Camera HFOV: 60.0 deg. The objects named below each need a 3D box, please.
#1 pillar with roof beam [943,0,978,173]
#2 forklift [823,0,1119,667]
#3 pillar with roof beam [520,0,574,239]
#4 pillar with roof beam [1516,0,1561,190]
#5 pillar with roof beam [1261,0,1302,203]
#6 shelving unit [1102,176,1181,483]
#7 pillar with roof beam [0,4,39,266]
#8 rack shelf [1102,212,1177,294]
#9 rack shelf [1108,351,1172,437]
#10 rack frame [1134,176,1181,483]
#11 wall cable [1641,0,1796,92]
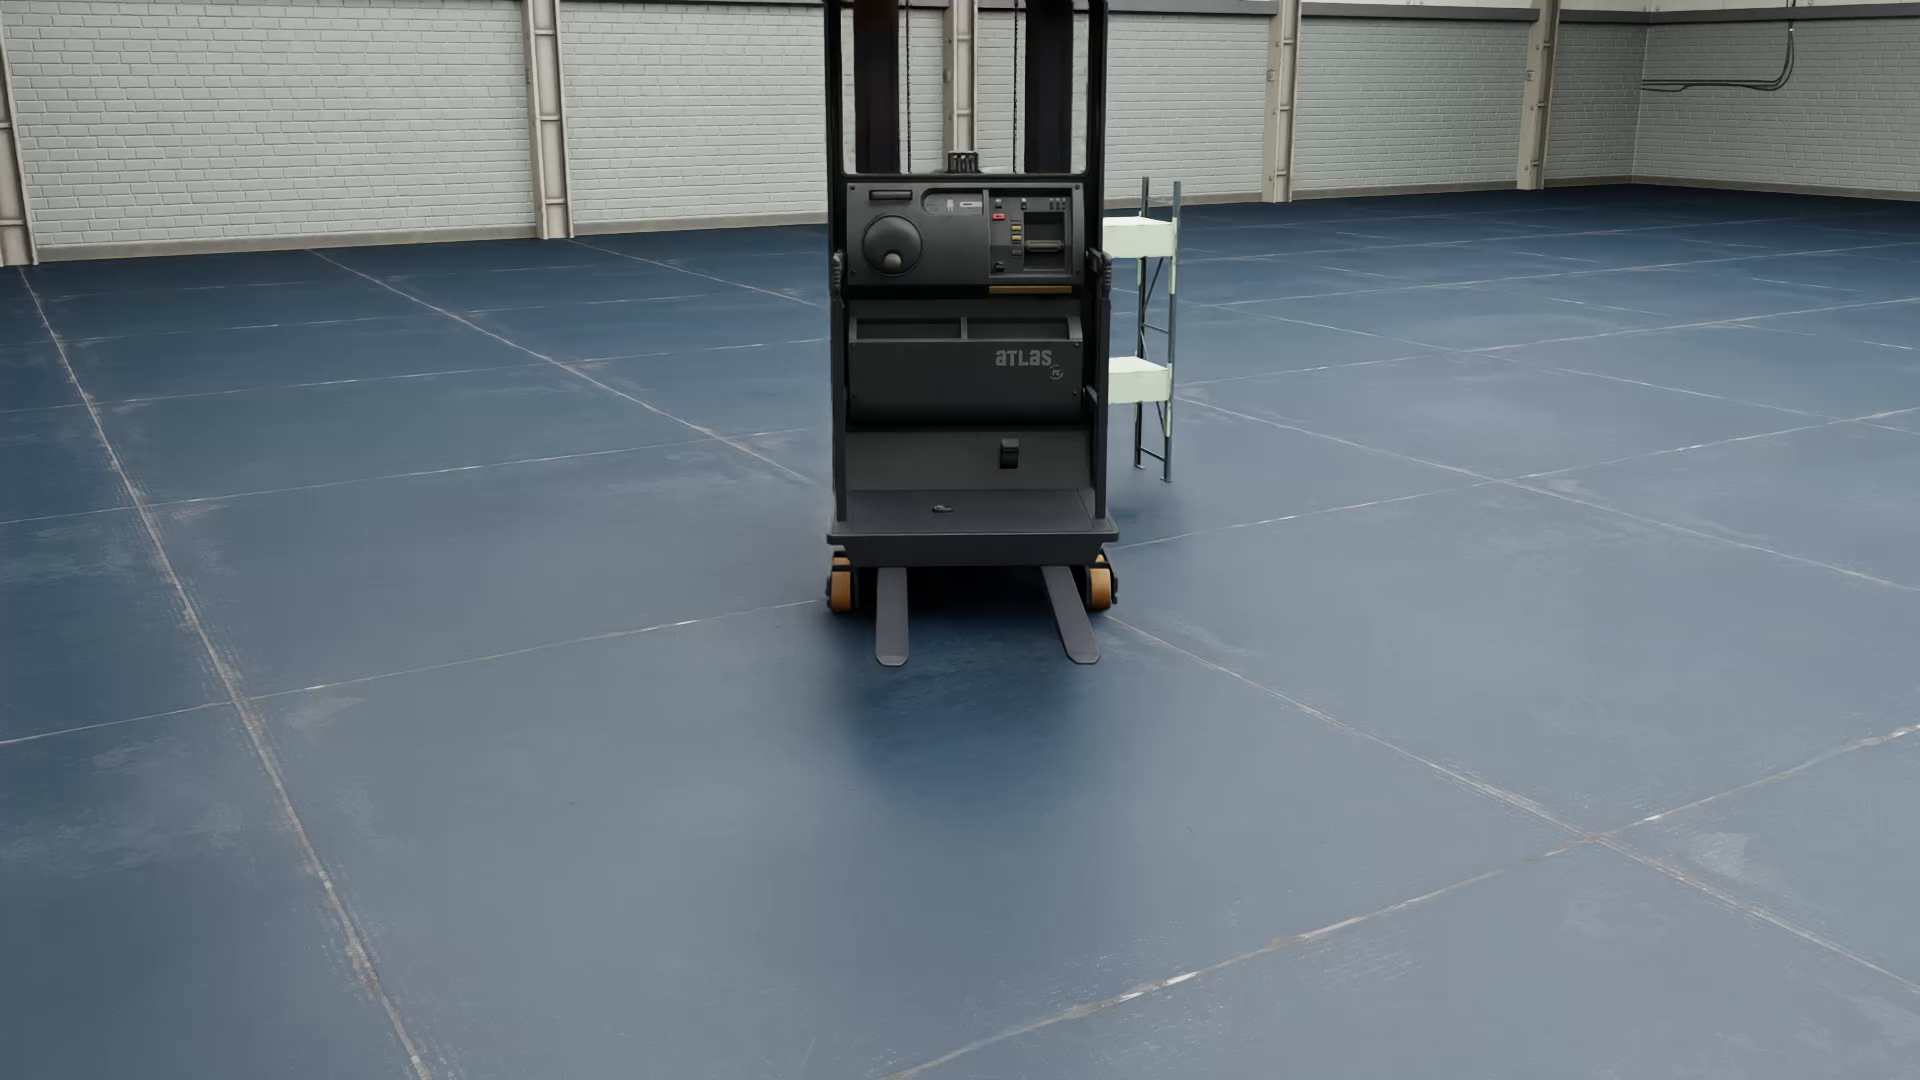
[{"bbox_3d":[2.219,-8.015,19.329,0.400,9.000,9.100,-9,18,-30],"label":"pillar with roof beam"},{"bbox_3d":[0.032,-1.217,6.321,1.130,2.935,3.031,-1,16,-2],"label":"forklift"},{"bbox_3d":[-2.924,-7.181,16.354,0.400,9.000,9.100,-9,18,-30],"label":"pillar with roof beam"},{"bbox_3d":[12.505,-9.683,25.280,0.400,9.000,9.100,-9,18,-30],"label":"pillar with roof beam"},{"bbox_3d":[7.362,-8.849,22.305,0.400,9.000,9.100,-9,18,-30],"label":"pillar with roof beam"},{"bbox_3d":[0.649,-1.034,8.321,0.755,1.500,0.431,-5,16,-18],"label":"shelving unit"},{"bbox_3d":[-8.067,-6.347,13.379,0.400,9.000,9.100,-9,18,-30],"label":"pillar with roof beam"},{"bbox_3d":[0.649,-1.410,8.216,0.720,0.370,0.431,-5,16,-18],"label":"rack shelf"},{"bbox_3d":[0.649,-0.721,8.409,0.720,0.370,0.431,-5,16,-18],"label":"rack shelf"},{"bbox_3d":[0.996,-1.066,8.434,0.023,1.500,0.400,-5,16,-18],"label":"rack frame"},{"bbox_3d":[13.494,-9.287,29.622,0.112,2.526,3.097,-9,18,-30],"label":"wall cable"}]
